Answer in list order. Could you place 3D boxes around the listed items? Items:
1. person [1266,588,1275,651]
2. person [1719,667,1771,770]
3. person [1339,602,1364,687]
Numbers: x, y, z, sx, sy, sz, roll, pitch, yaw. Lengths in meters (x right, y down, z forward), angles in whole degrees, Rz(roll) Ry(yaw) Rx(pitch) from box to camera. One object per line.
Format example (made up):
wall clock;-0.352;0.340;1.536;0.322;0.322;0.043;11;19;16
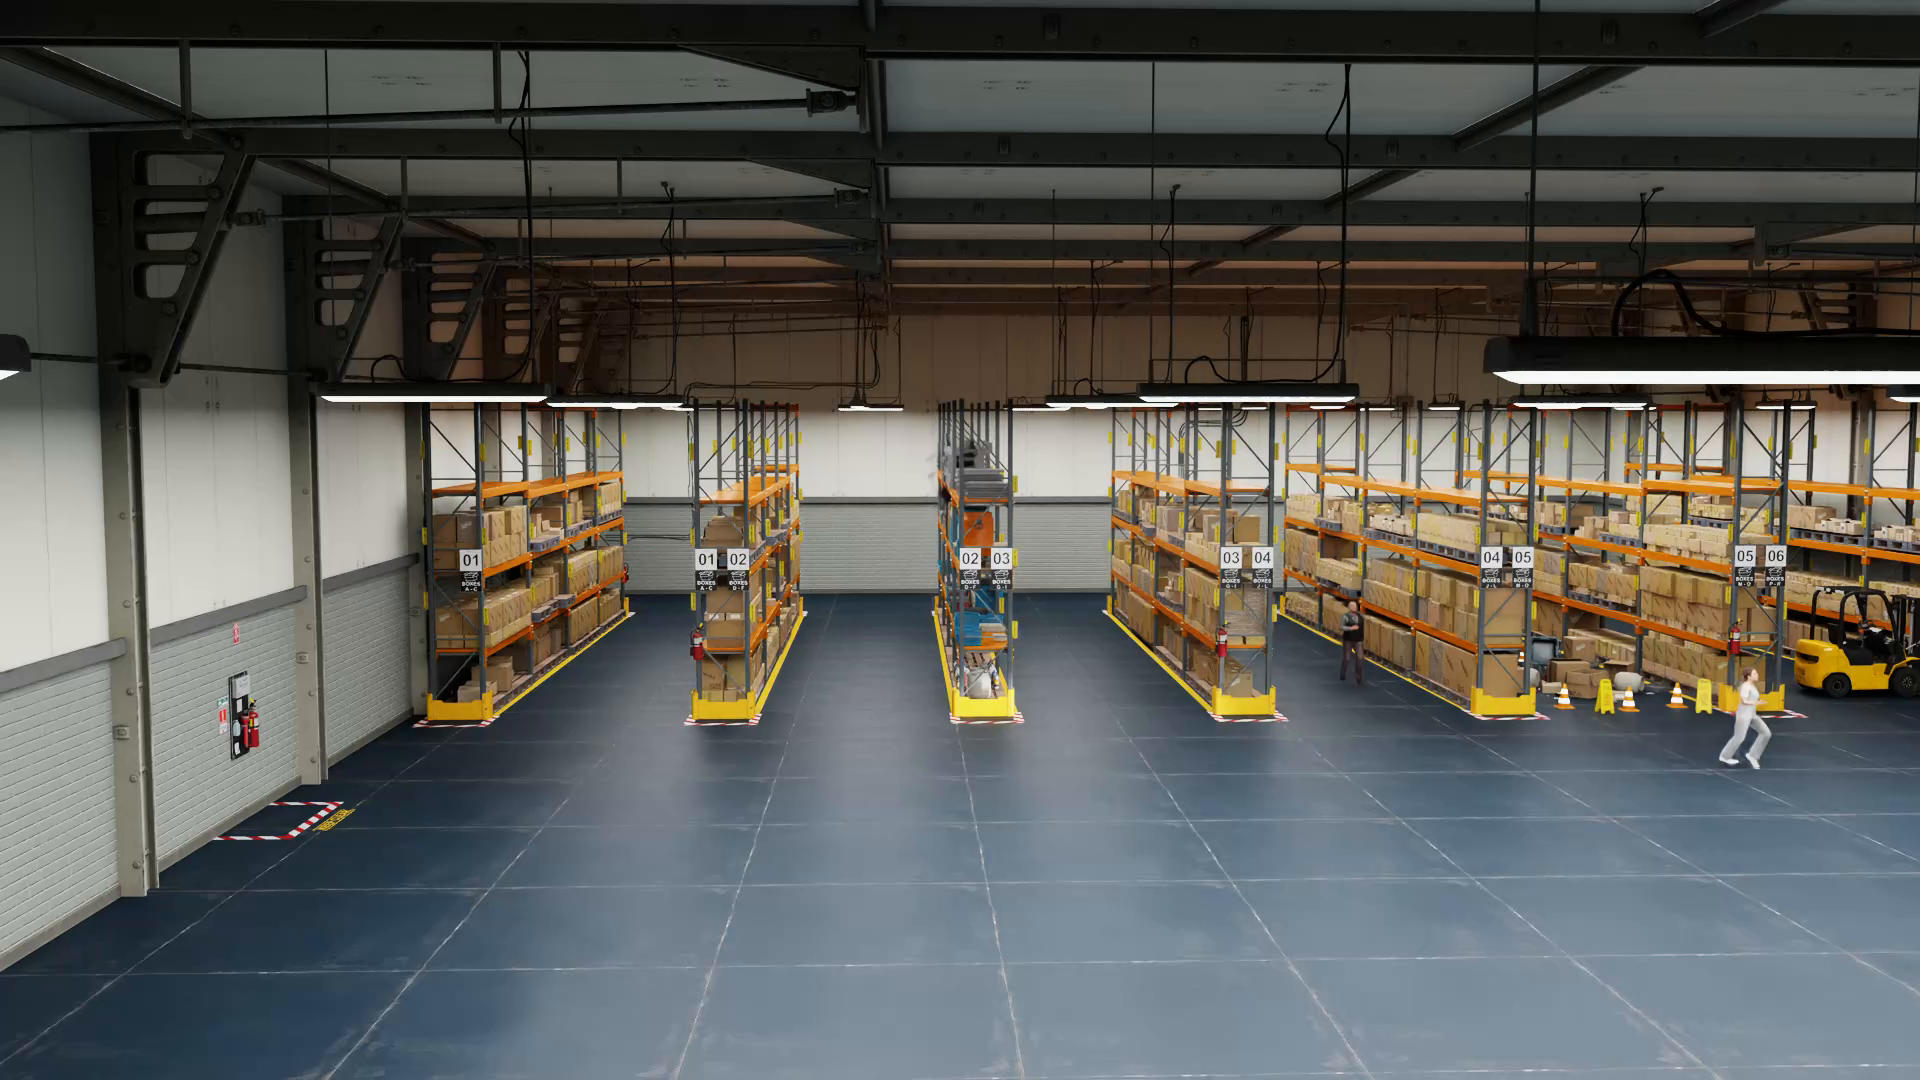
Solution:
person;7.406;1.789;40.389;0.652;1.783;0.780;-1;4;-8
person;12.633;2.867;26.786;0.550;1.677;0.757;-4;6;-44
person;8.285;2.181;35.182;0.658;1.777;0.828;-1;4;-8
